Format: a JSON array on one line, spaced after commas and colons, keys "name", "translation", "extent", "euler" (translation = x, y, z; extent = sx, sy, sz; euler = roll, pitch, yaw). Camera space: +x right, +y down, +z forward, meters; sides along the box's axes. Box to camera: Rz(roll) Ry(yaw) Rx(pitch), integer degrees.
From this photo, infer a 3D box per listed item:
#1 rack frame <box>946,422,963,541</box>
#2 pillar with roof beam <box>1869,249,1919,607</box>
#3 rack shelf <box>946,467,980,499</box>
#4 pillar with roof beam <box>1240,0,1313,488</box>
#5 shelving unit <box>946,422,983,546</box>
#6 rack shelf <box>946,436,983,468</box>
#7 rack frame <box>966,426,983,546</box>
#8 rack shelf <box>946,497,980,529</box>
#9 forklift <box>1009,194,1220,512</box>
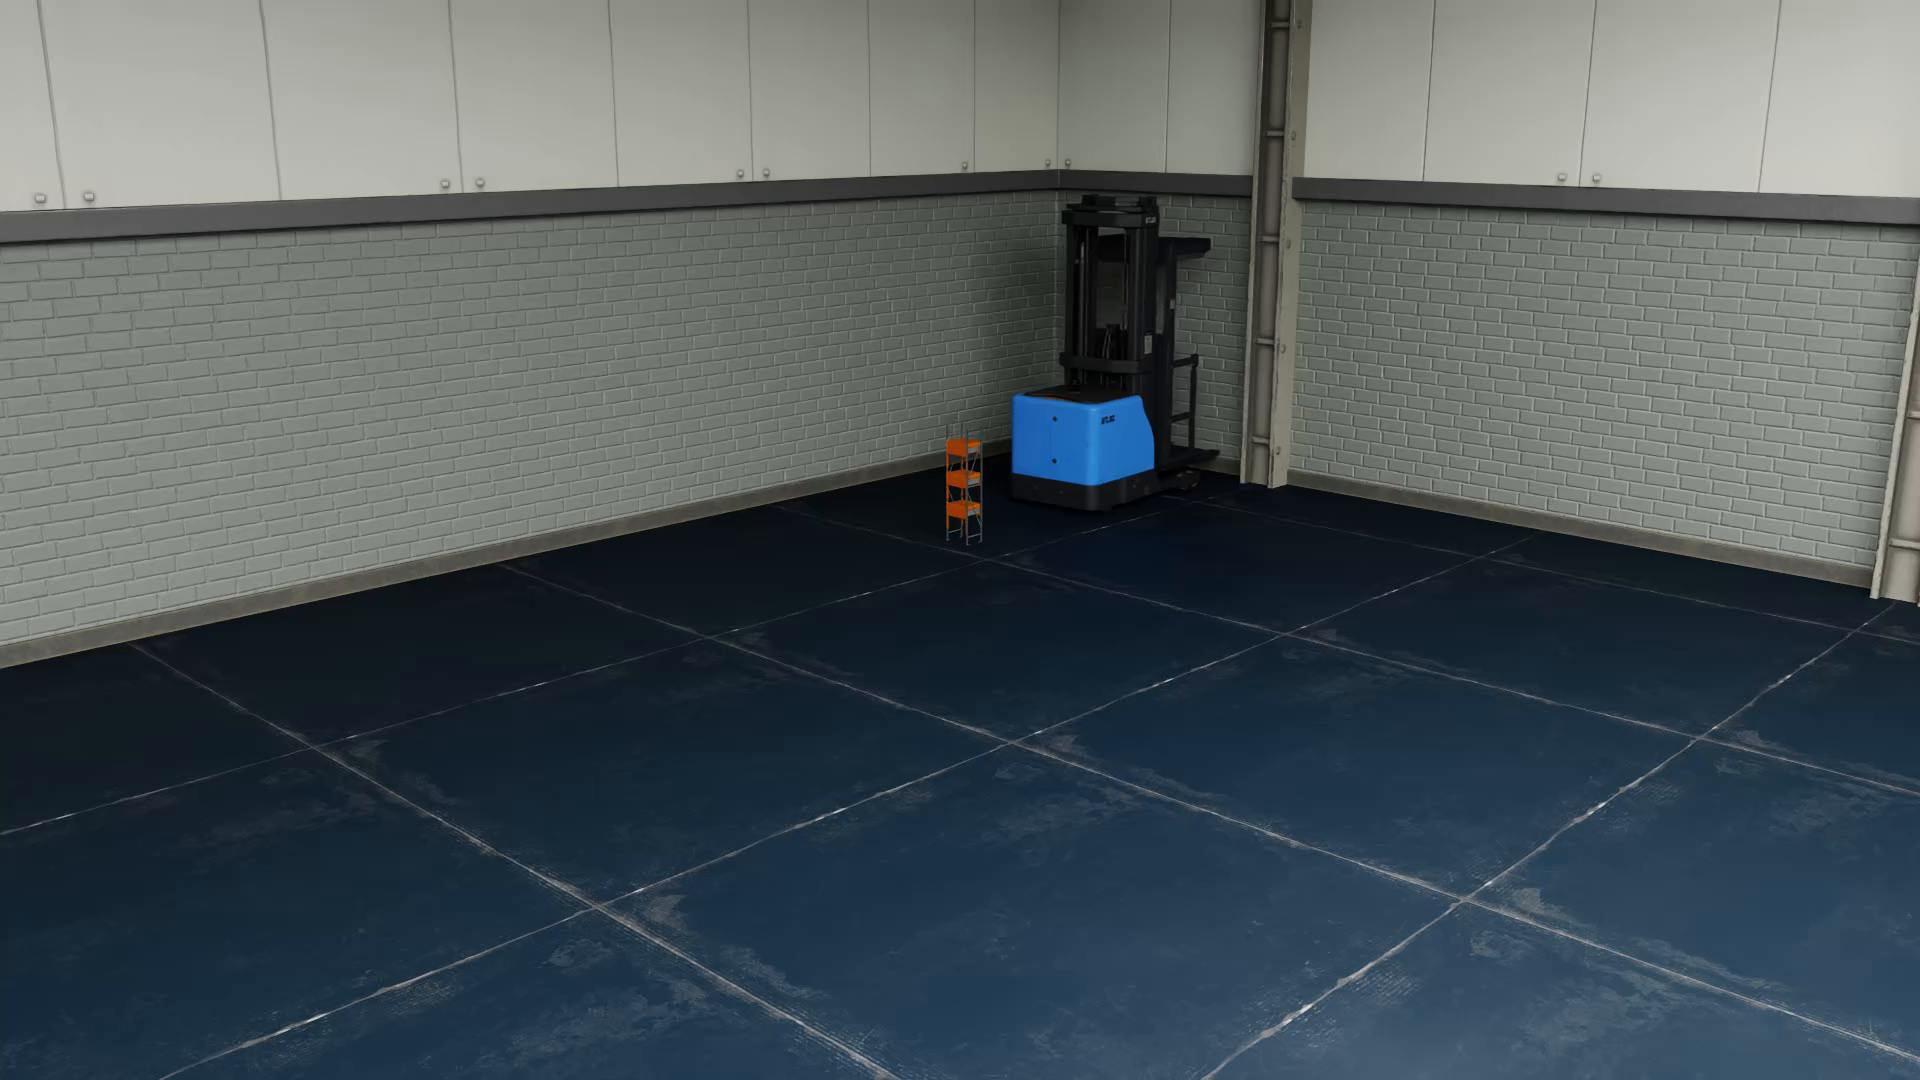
[{"name": "rack frame", "translation": [-0.049, -0.520, 14.846], "extent": [0.008, 1.050, 0.200], "euler": [14, 20, 42]}, {"name": "pillar with roof beam", "translation": [4.472, -3.111, 9.026], "extent": [0.400, 9.000, 9.100], "euler": [14, 20, 42]}, {"name": "rack shelf", "translation": [0.039, -0.488, 14.766], "extent": [0.240, 0.259, 0.215], "euler": [14, 20, 42]}, {"name": "pillar with roof beam", "translation": [0.152, -4.161, 13.056], "extent": [0.400, 9.000, 9.100], "euler": [14, 20, 42]}, {"name": "shelving unit", "translation": [0.039, -0.499, 14.764], "extent": [0.252, 1.050, 0.215], "euler": [14, 20, 42]}, {"name": "rack shelf", "translation": [0.038, -0.763, 14.695], "extent": [0.240, 0.259, 0.215], "euler": [14, 20, 42]}, {"name": "rack frame", "translation": [0.126, -0.477, 14.682], "extent": [0.008, 1.050, 0.200], "euler": [14, 20, 42]}, {"name": "rack shelf", "translation": [0.039, -0.219, 14.837], "extent": [0.240, 0.259, 0.215], "euler": [14, 20, 42]}, {"name": "forklift", "translation": [1.803, -1.993, 16.767], "extent": [1.130, 2.935, 3.031], "euler": [12, 19, 38]}]
